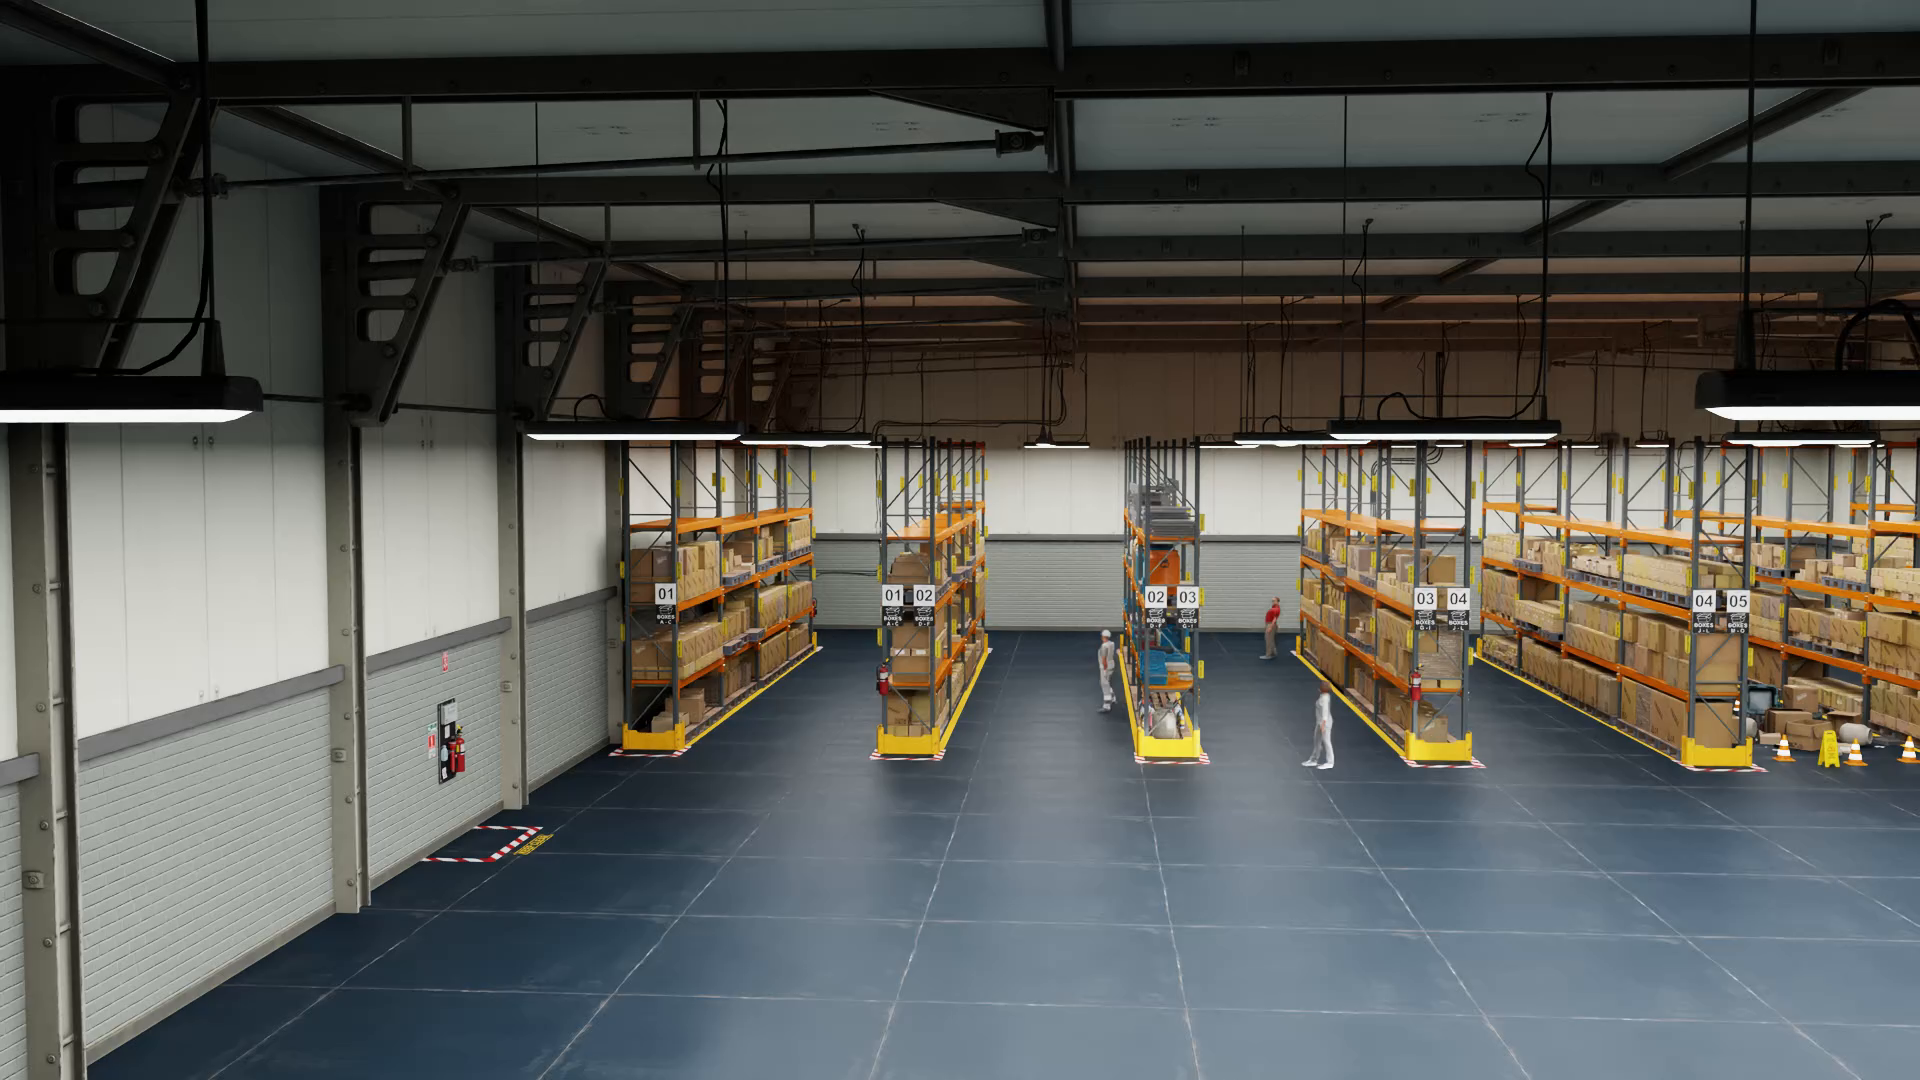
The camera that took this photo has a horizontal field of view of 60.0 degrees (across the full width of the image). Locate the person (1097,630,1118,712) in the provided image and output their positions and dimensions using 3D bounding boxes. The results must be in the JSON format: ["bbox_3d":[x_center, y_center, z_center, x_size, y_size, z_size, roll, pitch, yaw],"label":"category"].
[{"bbox_3d":[3.220,2.856,36.509,0.409,1.792,0.595,1,3,22],"label":"person"}]

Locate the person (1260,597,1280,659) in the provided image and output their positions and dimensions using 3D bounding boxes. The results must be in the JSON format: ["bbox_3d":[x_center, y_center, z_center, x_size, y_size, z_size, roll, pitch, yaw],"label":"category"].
[{"bbox_3d":[8.524,2.431,45.708,0.544,1.735,0.618,1,3,13],"label":"person"}]

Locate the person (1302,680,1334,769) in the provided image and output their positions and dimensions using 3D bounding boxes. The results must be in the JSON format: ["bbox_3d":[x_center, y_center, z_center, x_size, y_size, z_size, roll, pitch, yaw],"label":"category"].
[{"bbox_3d":[6.486,3.321,29.982,0.511,1.601,0.504,0,3,-7],"label":"person"}]
